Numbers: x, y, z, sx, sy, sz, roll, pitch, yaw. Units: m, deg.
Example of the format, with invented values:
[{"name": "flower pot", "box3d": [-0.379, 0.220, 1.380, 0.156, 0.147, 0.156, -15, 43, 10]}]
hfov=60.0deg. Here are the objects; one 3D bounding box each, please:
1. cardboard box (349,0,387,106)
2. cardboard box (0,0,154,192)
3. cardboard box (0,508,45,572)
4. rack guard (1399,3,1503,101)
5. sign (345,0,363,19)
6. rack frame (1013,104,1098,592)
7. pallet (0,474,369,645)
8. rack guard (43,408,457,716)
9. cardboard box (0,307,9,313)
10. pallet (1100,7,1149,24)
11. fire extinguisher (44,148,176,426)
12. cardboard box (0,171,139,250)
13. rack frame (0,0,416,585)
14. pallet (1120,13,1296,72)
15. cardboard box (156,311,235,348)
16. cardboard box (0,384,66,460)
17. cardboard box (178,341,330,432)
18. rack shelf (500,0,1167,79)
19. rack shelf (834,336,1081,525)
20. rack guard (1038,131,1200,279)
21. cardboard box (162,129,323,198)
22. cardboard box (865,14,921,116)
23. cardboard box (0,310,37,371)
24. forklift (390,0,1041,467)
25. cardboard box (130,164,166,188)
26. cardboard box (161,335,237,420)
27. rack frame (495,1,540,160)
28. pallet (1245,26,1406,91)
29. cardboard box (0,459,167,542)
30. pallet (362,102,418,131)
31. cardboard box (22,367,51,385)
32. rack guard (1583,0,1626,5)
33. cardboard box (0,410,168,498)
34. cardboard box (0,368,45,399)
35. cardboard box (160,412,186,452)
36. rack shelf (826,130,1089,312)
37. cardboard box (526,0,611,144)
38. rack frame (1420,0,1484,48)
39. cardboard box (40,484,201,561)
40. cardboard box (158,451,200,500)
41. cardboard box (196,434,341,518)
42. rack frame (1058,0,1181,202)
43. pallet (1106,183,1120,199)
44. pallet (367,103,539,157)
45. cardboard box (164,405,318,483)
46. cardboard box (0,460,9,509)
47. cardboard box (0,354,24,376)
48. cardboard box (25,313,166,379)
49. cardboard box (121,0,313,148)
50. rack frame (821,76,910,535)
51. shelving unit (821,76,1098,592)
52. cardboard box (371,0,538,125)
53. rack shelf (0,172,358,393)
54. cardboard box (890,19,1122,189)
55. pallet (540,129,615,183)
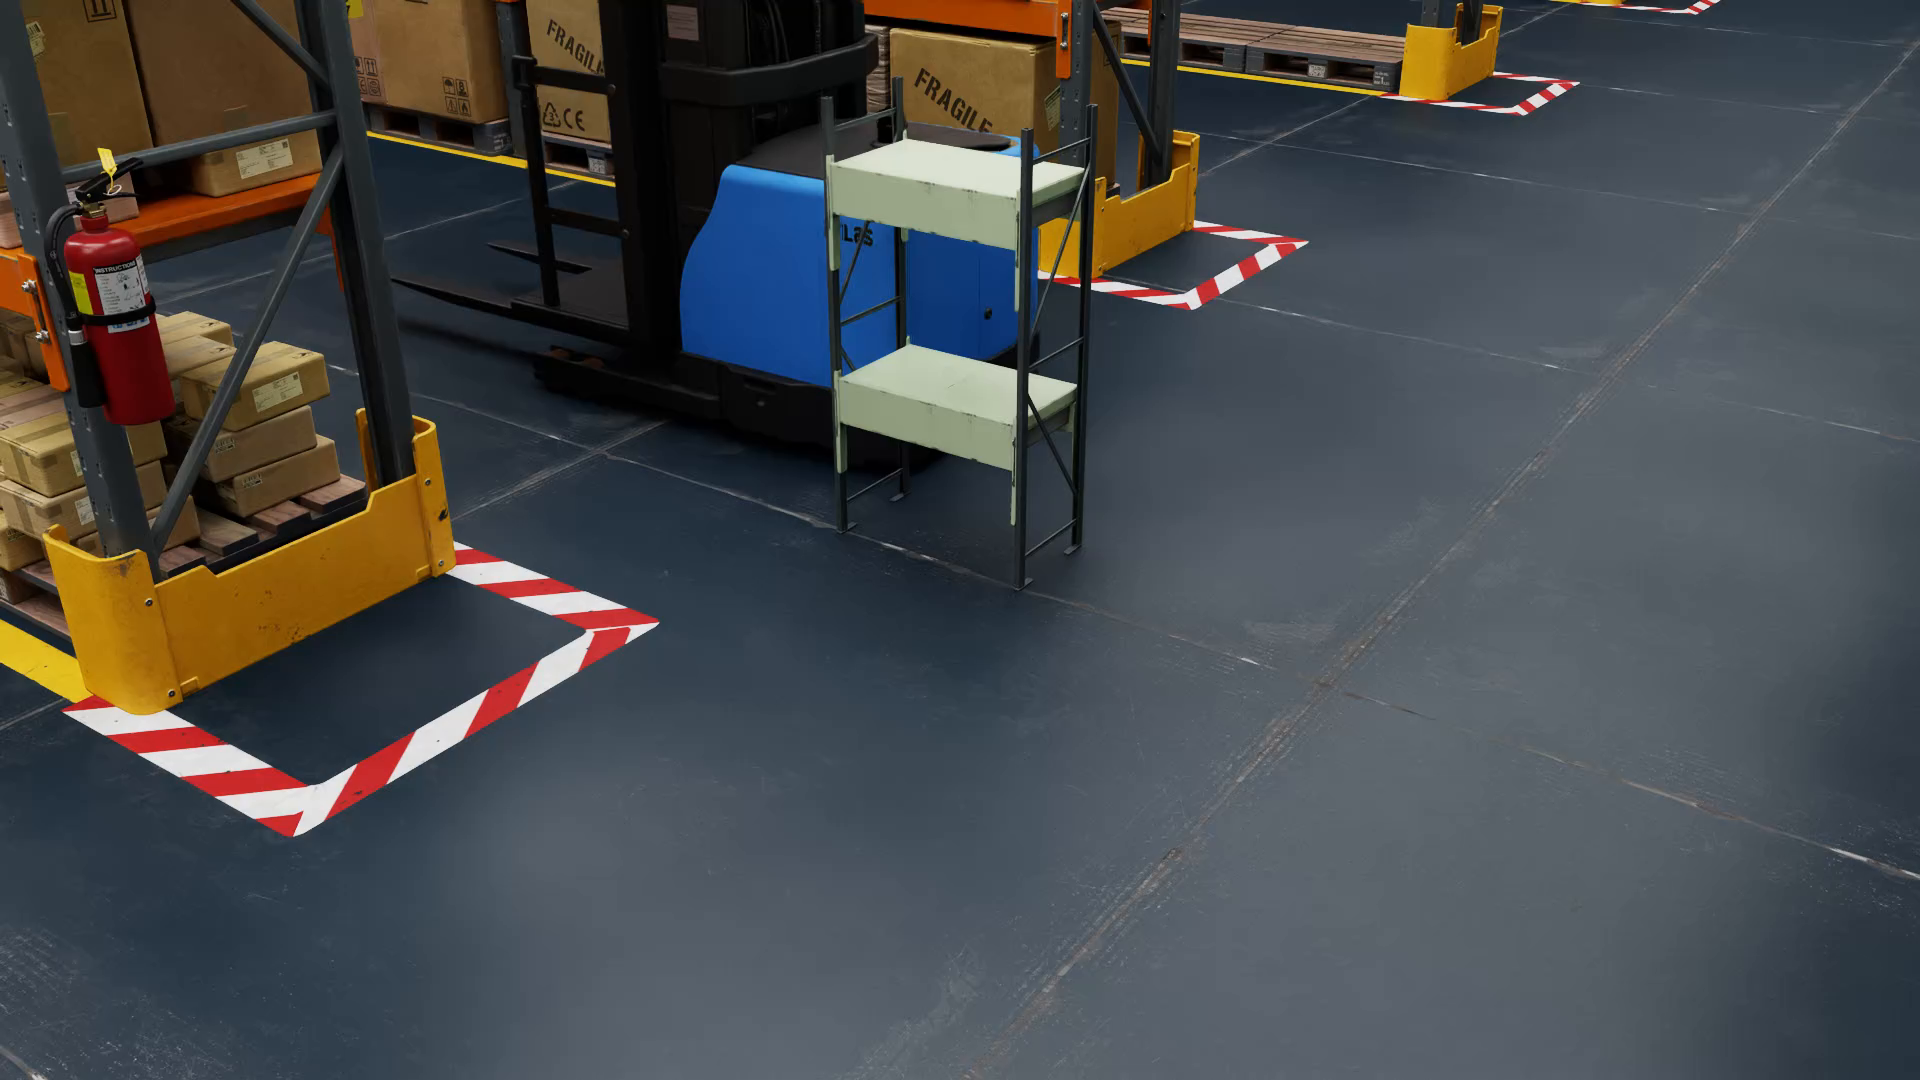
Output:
[{"name": "cardboard box", "box3d": [-3.758, -3.547, 11.293, 0.875, 0.875, 1.225, 16, 31, 29]}, {"name": "cardboard box", "box3d": [-2.592, -1.262, 4.484, 0.500, 0.500, 0.500, 18, 32, 31]}, {"name": "cardboard box", "box3d": [-2.897, -0.067, 5.255, 0.250, 0.149, 0.380, 18, 32, 32]}, {"name": "rack guard", "box3d": [3.647, -3.630, 12.332, 0.348, 0.500, 1.175, 17, 32, 30]}, {"name": "sign", "box3d": [-1.769, -1.654, 4.739, 0.005, 0.325, 0.100, 17, 32, 30]}, {"name": "rack frame", "box3d": [0.296, -0.576, 5.229, 0.023, 1.500, 0.400, 17, 32, 30]}, {"name": "pallet", "box3d": [-2.788, -0.064, 5.643, 1.213, 0.211, 1.003, 17, 32, 30]}, {"name": "rack guard", "box3d": [-2.139, 0.029, 5.142, 0.348, 0.500, 1.175, 17, 32, 30]}, {"name": "cardboard box", "box3d": [-3.412, -0.839, 6.116, 0.250, 0.149, 0.380, 18, 32, 31]}, {"name": "pallet", "box3d": [0.951, -4.356, 14.076, 1.213, 0.211, 1.003, 17, 32, 30]}, {"name": "fire extinguisher", "box3d": [-2.130, -0.628, 4.172, 0.183, 0.674, 0.296, 17, 32, 30]}, {"name": "cardboard box", "box3d": [-2.505, -0.931, 4.550, 0.250, 0.149, 0.380, 17, 32, 30]}, {"name": "rack frame", "box3d": [-2.076, -1.065, 4.536, 0.127, 3.000, 1.000, 17, 32, 30]}, {"name": "pallet", "box3d": [1.960, -4.043, 13.461, 1.213, 0.211, 1.003, 17, 32, 30]}, {"name": "cardboard box", "box3d": [-2.746, -0.647, 5.739, 0.250, 0.149, 0.380, 17, 32, 30]}, {"name": "cardboard box", "box3d": [-2.831, -0.374, 5.203, 0.250, 0.149, 0.380, 18, 32, 31]}, {"name": "cardboard box", "box3d": [-2.316, -0.509, 5.467, 0.250, 0.149, 0.380, 16, 31, 28]}, {"name": "rack shelf", "box3d": [-0.833, -3.087, 9.301, 4.000, 0.370, 1.077, 17, 32, 30]}, {"name": "rack shelf", "box3d": [-0.006, -0.380, 5.561, 0.720, 0.370, 0.431, 17, 32, 30]}, {"name": "rack guard", "box3d": [0.835, -1.774, 8.684, 0.348, 0.500, 1.175, 17, 32, 30]}, {"name": "cardboard box", "box3d": [-2.158, -1.159, 4.998, 0.250, 0.149, 0.380, 17, 32, 30]}, {"name": "cardboard box", "box3d": [-0.508, -2.502, 9.239, 0.875, 0.875, 0.875, 17, 32, 30]}, {"name": "cardboard box", "box3d": [-3.221, -0.755, 5.950, 0.250, 0.149, 0.380, 19, 32, 32]}, {"name": "forklift", "box3d": [-1.189, -2.075, 6.596, 3.031, 2.935, 1.130, 16, 31, 29]}, {"name": "cardboard box", "box3d": [-2.391, -1.209, 5.096, 0.250, 0.149, 0.380, 19, 32, 32]}, {"name": "cardboard box", "box3d": [-2.611, -0.535, 5.517, 0.250, 0.149, 0.380, 18, 32, 31]}, {"name": "rack frame", "box3d": [-2.482, -3.921, 10.147, 0.127, 3.000, 1.000, 17, 32, 30]}, {"name": "pallet", "box3d": [2.962, -3.729, 12.845, 1.213, 0.211, 1.003, 17, 32, 30]}, {"name": "cardboard box", "box3d": [-2.673, -0.143, 5.077, 0.250, 0.149, 0.380, 16, 31, 29]}, {"name": "pallet", "box3d": [-4.170, -3.161, 11.729, 1.213, 0.211, 1.003, 17, 32, 30]}, {"name": "cardboard box", "box3d": [-3.231, -0.605, 5.985, 0.250, 0.149, 0.380, 16, 31, 28]}, {"name": "rack guard", "box3d": [6.365, -5.502, 16.010, 0.348, 0.500, 1.175, 17, 32, 30]}, {"name": "cardboard box", "box3d": [-2.656, -0.288, 5.034, 0.250, 0.149, 0.380, 18, 32, 31]}, {"name": "cardboard box", "box3d": [-3.116, -0.393, 5.240, 0.250, 0.149, 0.380, 17, 31, 29]}, {"name": "cardboard box", "box3d": [-2.556, -0.437, 5.653, 0.250, 0.149, 0.380, 17, 32, 30]}, {"name": "rack shelf", "box3d": [-0.006, -1.018, 5.236, 0.720, 0.370, 0.431, 17, 32, 30]}, {"name": "cardboard box", "box3d": [-1.983, -2.962, 10.142, 0.875, 0.875, 0.875, 17, 32, 30]}, {"name": "rack frame", "box3d": [3.620, -4.745, 11.768, 0.127, 3.000, 1.000, 17, 32, 30]}, {"name": "cardboard box", "box3d": [-2.628, -0.039, 5.200, 0.250, 0.149, 0.380, 18, 32, 31]}, {"name": "cardboard box", "box3d": [-2.589, -0.273, 5.659, 0.250, 0.149, 0.380, 17, 32, 30]}, {"name": "cardboard box", "box3d": [-2.327, -0.236, 5.587, 0.250, 0.149, 0.380, 18, 32, 31]}, {"name": "rack frame", "box3d": [0.815, -2.894, 8.129, 0.127, 3.000, 1.000, 17, 32, 30]}, {"name": "pallet", "box3d": [0.112, -1.827, 9.107, 1.213, 0.211, 1.003, 17, 32, 30]}, {"name": "pallet", "box3d": [-3.160, -2.848, 11.114, 1.213, 0.211, 1.003, 17, 32, 30]}, {"name": "cardboard box", "box3d": [-2.363, -0.345, 5.473, 0.250, 0.149, 0.380, 19, 32, 32]}, {"name": "cardboard box", "box3d": [-2.858, -0.231, 5.248, 0.250, 0.149, 0.380, 16, 31, 29]}, {"name": "cardboard box", "box3d": [-3.294, -0.484, 5.417, 0.250, 0.149, 0.380, 16, 31, 28]}, {"name": "cardboard box", "box3d": [-2.997, -0.680, 5.803, 0.250, 0.149, 0.380, 16, 31, 28]}, {"name": "cardboard box", "box3d": [-2.290, -1.461, 4.876, 0.500, 0.500, 0.500, 19, 33, 33]}, {"name": "rack frame", "box3d": [-0.307, -0.764, 5.598, 0.023, 1.500, 0.400, 17, 32, 30]}, {"name": "shelving unit", "box3d": [-0.006, -0.670, 5.413, 0.755, 1.500, 0.431, 17, 32, 30]}, {"name": "cardboard box", "box3d": [-3.021, -3.318, 10.842, 0.875, 0.875, 1.225, 17, 32, 30]}, {"name": "rack shelf", "box3d": [-3.725, -1.258, 5.709, 4.000, 0.370, 1.077, 17, 32, 30]}, {"name": "cardboard box", "box3d": [0.243, -2.268, 8.780, 0.875, 0.875, 0.875, 17, 32, 30]}, {"name": "pallet", "box3d": [-1.899, -2.454, 10.339, 1.213, 0.211, 1.003, 17, 32, 30]}]
